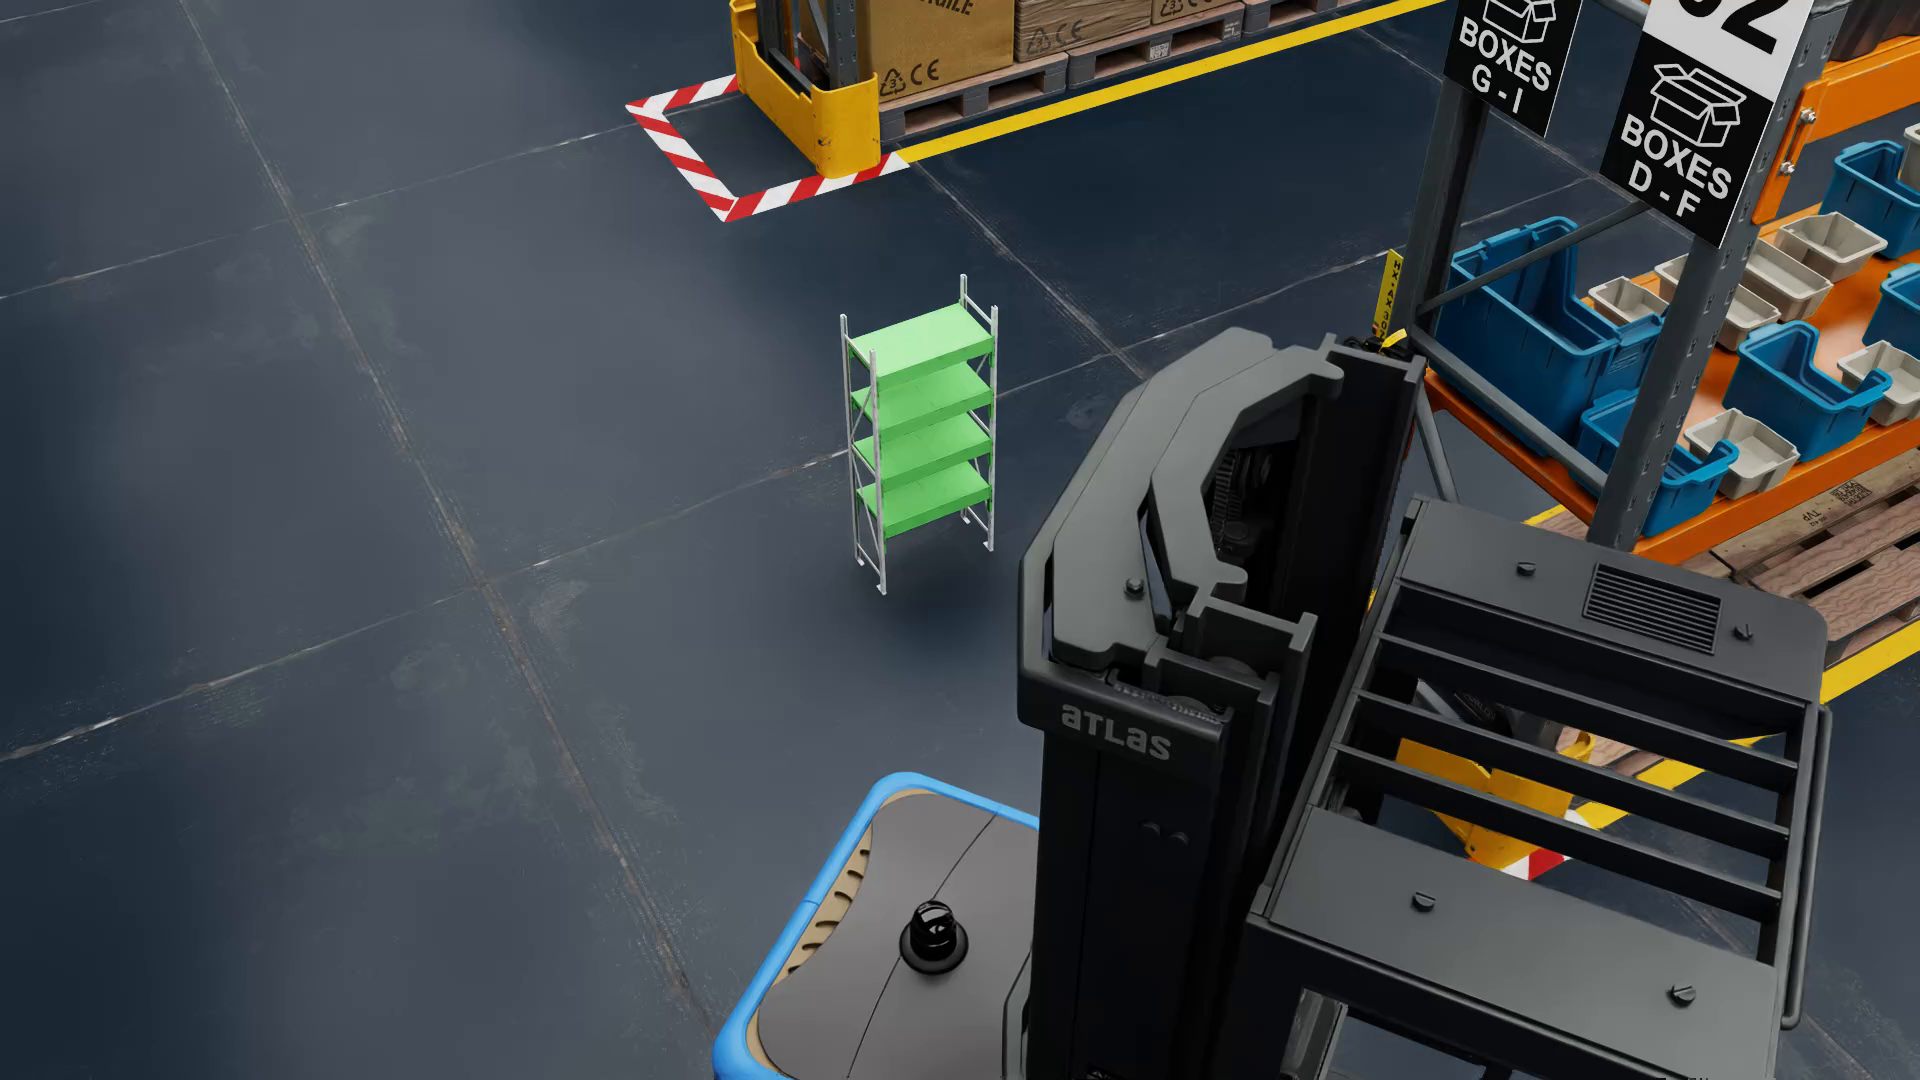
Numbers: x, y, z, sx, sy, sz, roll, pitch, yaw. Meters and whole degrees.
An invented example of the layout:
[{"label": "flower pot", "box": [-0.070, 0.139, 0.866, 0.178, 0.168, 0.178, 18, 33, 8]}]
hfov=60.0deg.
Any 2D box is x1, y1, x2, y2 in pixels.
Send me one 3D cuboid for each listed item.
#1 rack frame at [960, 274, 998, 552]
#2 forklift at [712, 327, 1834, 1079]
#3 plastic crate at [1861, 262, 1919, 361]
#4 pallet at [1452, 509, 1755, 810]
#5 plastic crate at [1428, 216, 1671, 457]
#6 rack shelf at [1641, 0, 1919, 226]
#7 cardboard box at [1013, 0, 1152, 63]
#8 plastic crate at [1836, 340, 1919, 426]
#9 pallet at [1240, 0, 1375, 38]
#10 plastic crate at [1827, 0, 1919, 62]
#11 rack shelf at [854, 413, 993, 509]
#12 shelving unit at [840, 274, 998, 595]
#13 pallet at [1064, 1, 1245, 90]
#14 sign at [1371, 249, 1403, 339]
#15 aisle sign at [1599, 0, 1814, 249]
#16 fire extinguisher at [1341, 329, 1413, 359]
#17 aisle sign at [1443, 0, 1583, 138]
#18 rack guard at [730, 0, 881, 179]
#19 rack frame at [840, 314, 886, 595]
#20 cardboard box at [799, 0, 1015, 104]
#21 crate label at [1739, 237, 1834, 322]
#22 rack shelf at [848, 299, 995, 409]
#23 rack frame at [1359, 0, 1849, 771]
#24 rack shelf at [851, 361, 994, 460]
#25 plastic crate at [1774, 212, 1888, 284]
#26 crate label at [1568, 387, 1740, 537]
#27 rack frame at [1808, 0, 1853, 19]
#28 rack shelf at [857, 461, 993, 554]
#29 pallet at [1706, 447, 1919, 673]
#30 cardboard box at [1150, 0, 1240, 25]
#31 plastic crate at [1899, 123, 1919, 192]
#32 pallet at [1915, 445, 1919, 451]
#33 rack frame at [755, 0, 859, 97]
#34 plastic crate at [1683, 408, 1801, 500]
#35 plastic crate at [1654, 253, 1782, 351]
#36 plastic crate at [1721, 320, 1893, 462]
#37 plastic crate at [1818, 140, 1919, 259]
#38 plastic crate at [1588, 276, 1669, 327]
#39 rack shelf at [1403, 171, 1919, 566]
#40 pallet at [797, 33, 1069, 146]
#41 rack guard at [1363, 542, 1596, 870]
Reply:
[{"label": "rack frame", "box": [0.068, -0.458, 6.360, 0.015, 1.200, 0.240, -22, 48, -21]}, {"label": "forklift", "box": [0.948, 1.072, 3.541, 3.031, 2.935, 1.130, 18, 47, 18]}, {"label": "plastic crate", "box": [3.172, -0.682, 5.376, 0.300, 0.233, 0.416, -22, 48, -21]}, {"label": "pallet", "box": [2.386, 0.361, 6.226, 1.213, 0.211, 1.003, -22, 48, -21]}, {"label": "plastic crate", "box": [1.849, -0.640, 5.187, 0.499, 0.435, 0.616, -22, 48, -21]}, {"label": "rack shelf", "box": [3.386, -1.889, 4.905, 4.000, 0.370, 1.077, -22, 48, -21]}, {"label": "cardboard box", "box": [0.489, -3.342, 9.264, 0.875, 0.875, 0.875, -22, 48, -21]}, {"label": "plastic crate", "box": [2.938, -0.487, 5.244, 0.298, 0.136, 0.250, -22, 48, -21]}, {"label": "pallet", "box": [1.955, -3.538, 10.244, 1.213, 0.211, 1.003, -22, 48, -21]}, {"label": "plastic crate", "box": [2.125, -1.372, 3.949, 0.590, 0.269, 0.497, -22, 48, -21]}, {"label": "rack shelf", "box": [-0.144, -0.327, 6.317, 0.480, 0.148, 0.258, -22, 48, -21]}, {"label": "shelving unit", "box": [-0.144, -0.373, 6.273, 0.503, 1.200, 0.258, -22, 48, -21]}, {"label": "pallet", "box": [0.895, -3.112, 9.805, 1.213, 0.211, 1.003, -22, 48, -21]}, {"label": "sign", "box": [1.364, -0.762, 5.264, 0.005, 0.325, 0.100, -22, 48, -21]}, {"label": "aisle sign", "box": [1.738, -1.105, 3.868, 0.004, 0.787, 0.394, -22, 48, -21]}, {"label": "fire extinguisher", "box": [1.295, -0.437, 5.370, 0.183, 0.674, 0.296, -22, 48, -21]}, {"label": "aisle sign", "box": [1.444, -1.462, 4.236, 0.004, 0.787, 0.394, -22, 48, -21]}, {"label": "rack guard", "box": [-0.836, -2.462, 8.928, 0.348, 0.500, 1.175, -22, 48, -21]}, {"label": "rack frame", "box": [-0.355, -0.288, 6.186, 0.015, 1.200, 0.240, -22, 48, -21]}, {"label": "cardboard box", "box": [-0.300, -3.026, 8.939, 0.875, 0.875, 0.875, -22, 48, -21]}, {"label": "crate label", "box": [2.757, -0.899, 5.669, 0.243, 0.136, 0.396, -22, 48, -21]}, {"label": "rack shelf", "box": [-0.144, -0.672, 5.983, 0.480, 0.148, 0.258, -22, 48, -21]}, {"label": "rack frame", "box": [1.652, -0.377, 4.984, 0.127, 3.000, 1.000, -22, 48, -21]}, {"label": "rack shelf", "box": [-0.144, -0.500, 6.150, 0.480, 0.148, 0.258, -22, 48, -21]}, {"label": "plastic crate", "box": [3.004, -1.013, 5.786, 0.250, 0.136, 0.298, -22, 48, -21]}, {"label": "crate label", "box": [2.030, -0.225, 4.905, 0.303, 0.233, 0.416, -22, 48, -21]}, {"label": "rack frame", "box": [1.652, -2.530, 2.895, 0.127, 3.000, 1.000, -22, 48, -21]}, {"label": "rack shelf", "box": [-0.144, -0.155, 6.485, 0.480, 0.148, 0.258, -22, 48, -21]}, {"label": "pallet", "box": [3.443, -0.059, 6.659, 1.213, 0.211, 1.003, -22, 48, -21]}, {"label": "cardboard box", "box": [1.260, -3.651, 9.582, 0.875, 0.875, 0.875, -22, 48, -21]}, {"label": "plastic crate", "box": [3.705, -1.325, 6.004, 0.530, 0.282, 0.437, -22, 48, -21]}, {"label": "pallet", "box": [4.502, -0.485, 7.099, 1.213, 0.211, 1.003, -22, 48, -21]}, {"label": "rack frame", "box": [-0.815, -3.368, 8.066, 0.127, 3.000, 1.000, -22, 48, -21]}, {"label": "plastic crate", "box": [2.349, -0.252, 5.002, 0.298, 0.136, 0.250, -22, 48, -21]}, {"label": "plastic crate", "box": [2.527, -0.788, 5.554, 0.243, 0.136, 0.396, -22, 48, -21]}, {"label": "plastic crate", "box": [2.601, -0.453, 5.141, 0.300, 0.233, 0.416, -22, 48, -21]}, {"label": "plastic crate", "box": [3.305, -1.206, 5.916, 0.300, 0.233, 0.416, -22, 48, -21]}, {"label": "plastic crate", "box": [2.269, -0.696, 5.460, 0.243, 0.136, 0.396, -22, 48, -21]}, {"label": "rack shelf", "box": [3.386, -0.812, 5.950, 4.000, 0.370, 1.077, -22, 48, -21]}, {"label": "pallet", "box": [-0.161, -2.692, 9.372, 1.213, 0.211, 1.003, -22, 48, -21]}, {"label": "rack guard", "box": [1.638, 0.536, 5.838, 0.348, 0.500, 1.175, -22, 48, -21]}]
